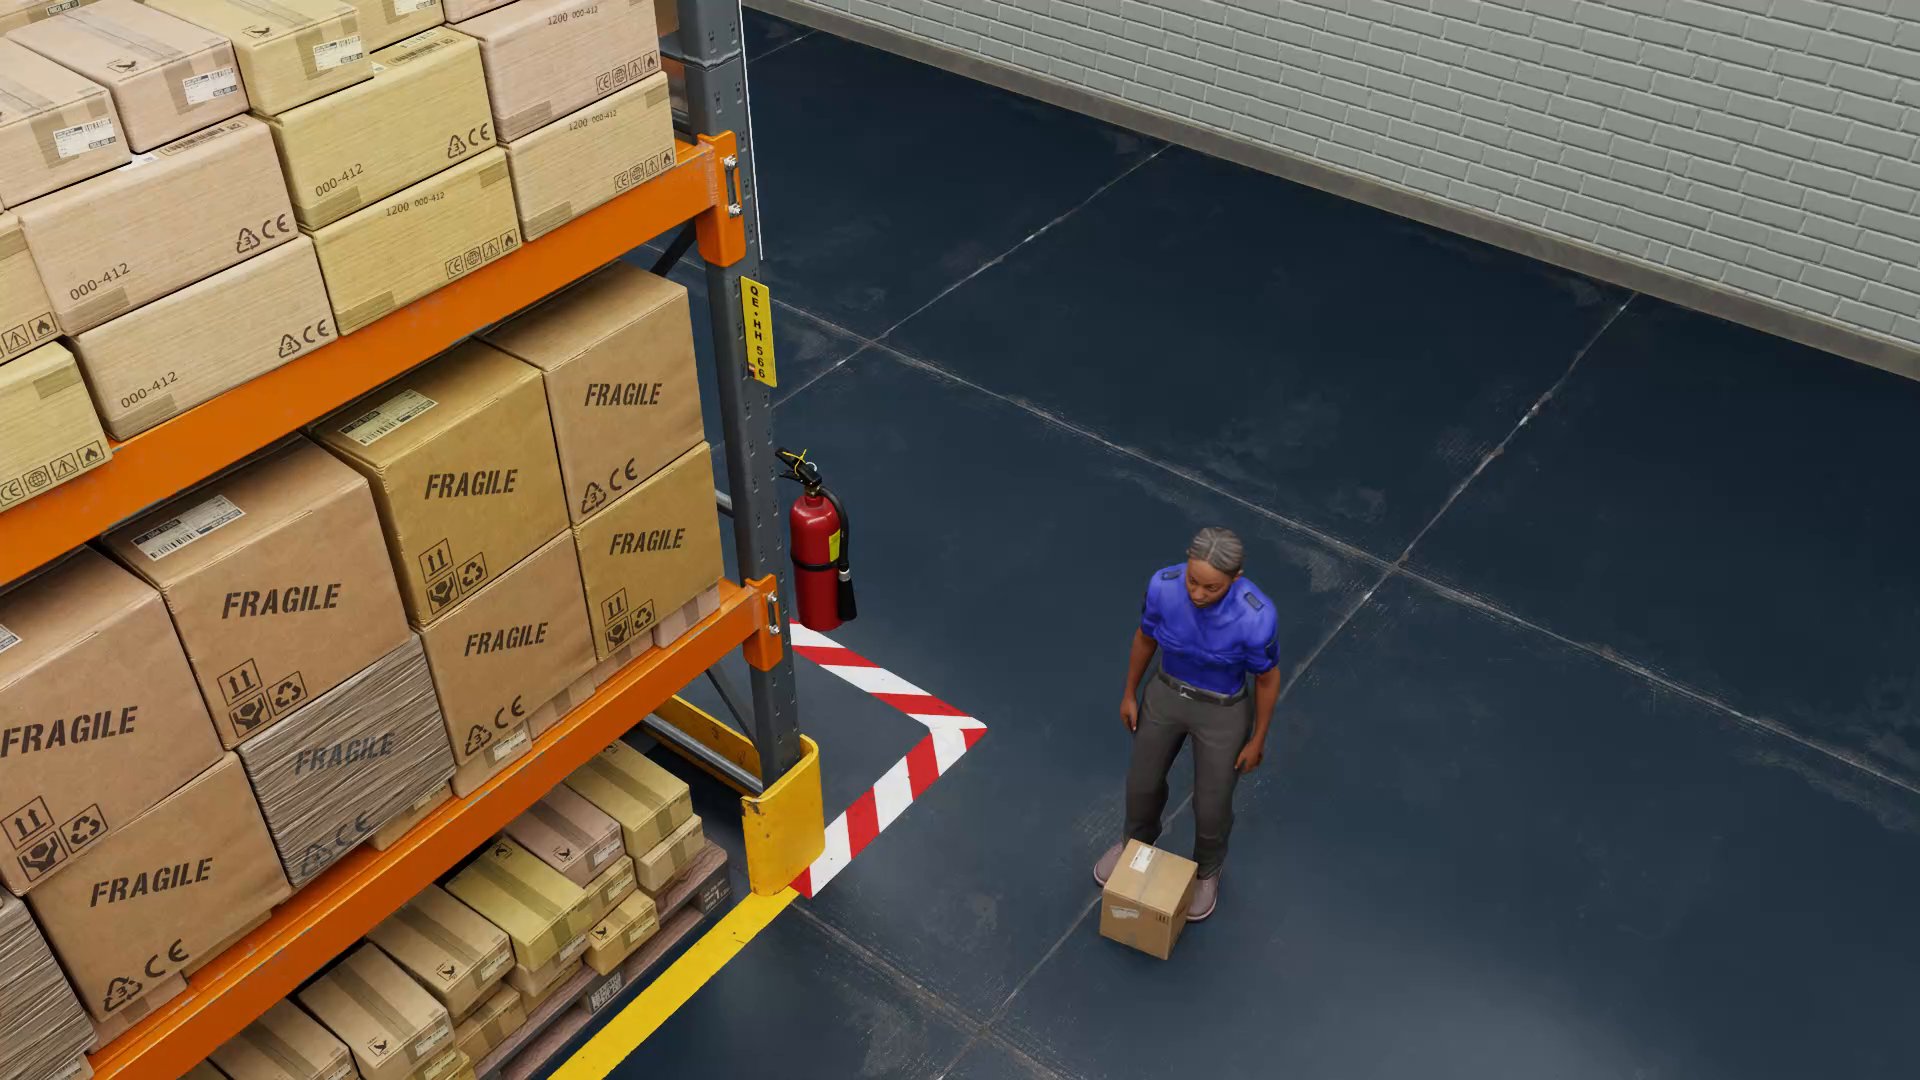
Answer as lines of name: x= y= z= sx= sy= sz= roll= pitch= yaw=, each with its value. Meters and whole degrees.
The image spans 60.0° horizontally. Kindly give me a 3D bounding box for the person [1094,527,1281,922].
person: x=0.762 y=0.573 z=5.453 sx=0.520 sy=1.654 sz=0.352 roll=19 pitch=43 yaw=22
